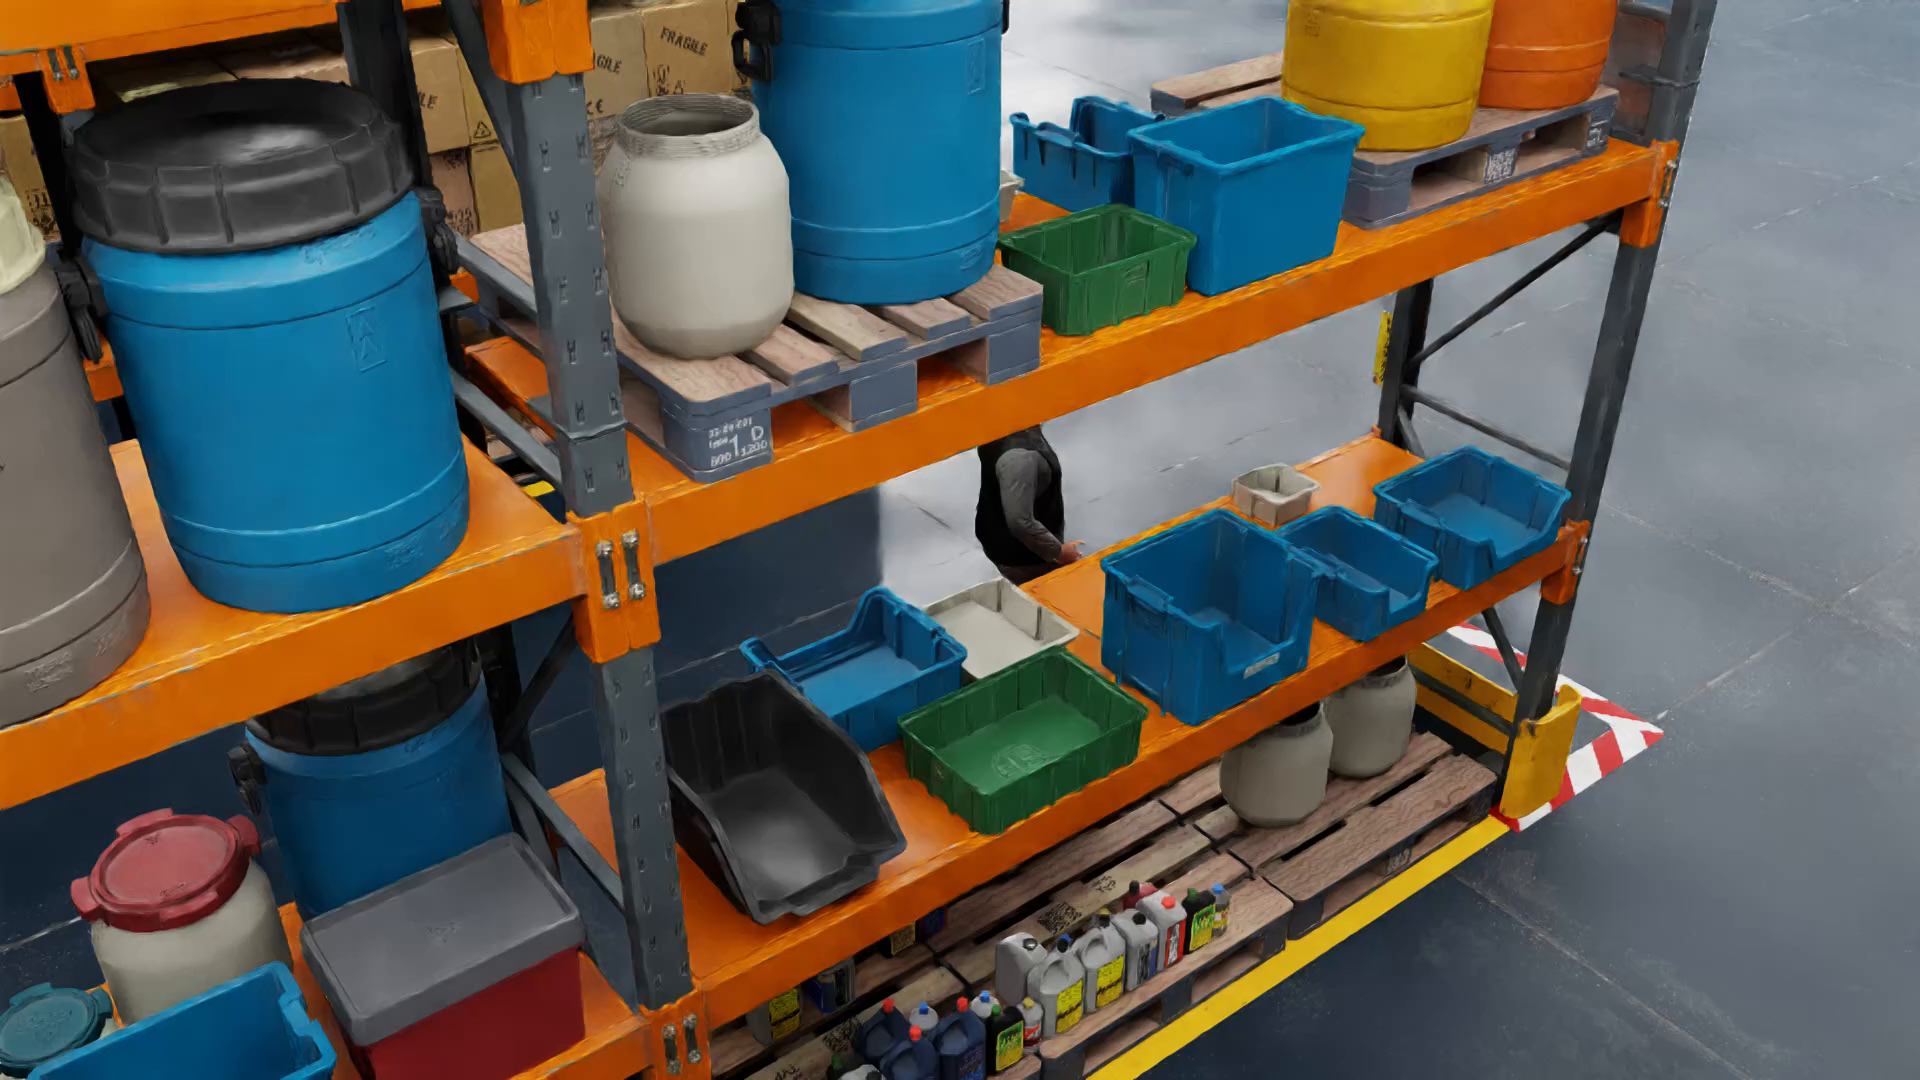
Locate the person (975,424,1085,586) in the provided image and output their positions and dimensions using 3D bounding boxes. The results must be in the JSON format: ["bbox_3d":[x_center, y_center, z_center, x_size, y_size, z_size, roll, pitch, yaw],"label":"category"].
[{"bbox_3d":[0.313,-0.001,7.198,0.489,1.692,0.710,-11,34,-17],"label":"person"}]
